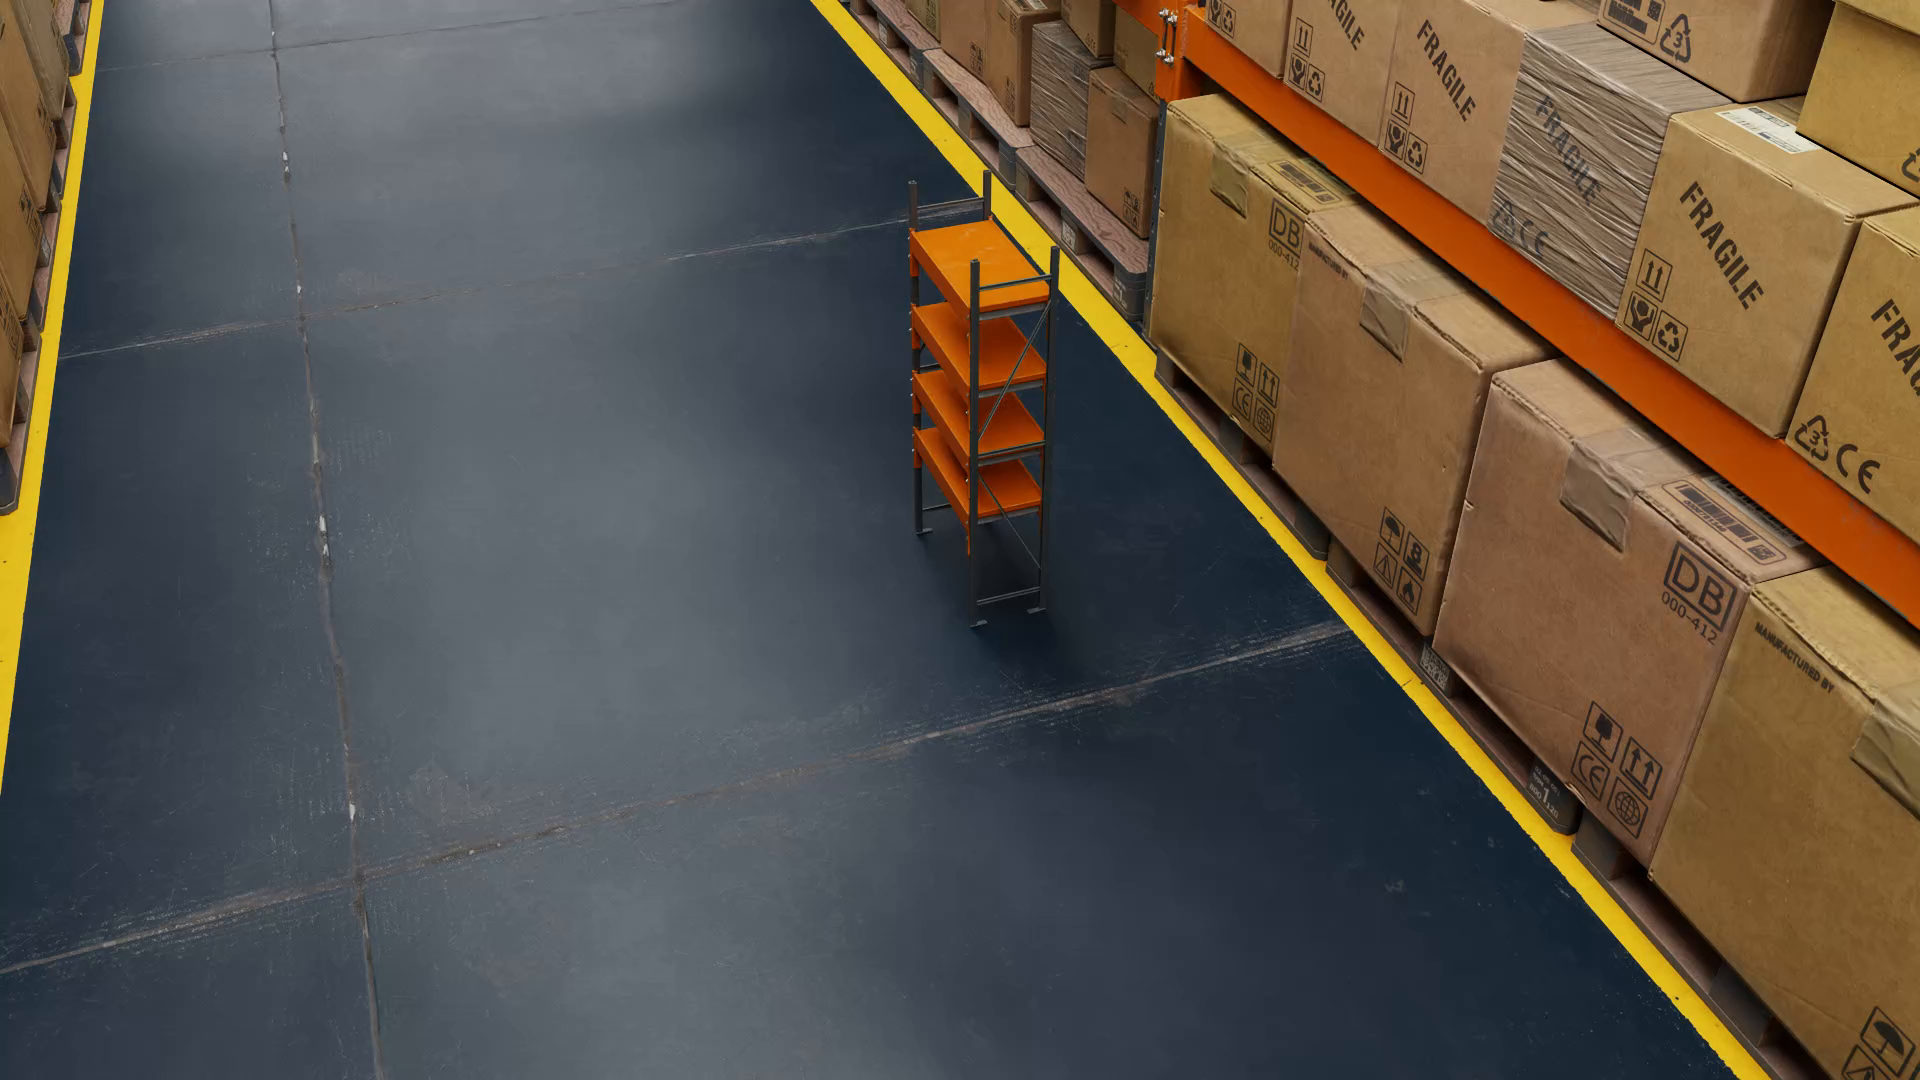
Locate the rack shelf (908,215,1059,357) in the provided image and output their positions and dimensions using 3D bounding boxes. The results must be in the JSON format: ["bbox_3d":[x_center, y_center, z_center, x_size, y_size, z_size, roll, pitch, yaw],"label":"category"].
[{"bbox_3d":[0.057,-0.700,4.528,0.258,0.148,0.480,-12,39,-16],"label":"rack shelf"}]

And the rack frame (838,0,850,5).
[{"bbox_3d":[-0.203,-4.289,8.451,1.000,3.000,0.127,-12,39,-16],"label":"rack frame"}]

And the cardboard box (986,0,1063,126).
[{"bbox_3d":[0.519,-2.210,7.403,0.700,0.500,0.500,-9,38,-12],"label":"cardboard box"}]

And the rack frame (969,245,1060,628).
[{"bbox_3d":[0.141,-0.248,4.582,0.240,1.200,0.015,-12,39,-16],"label":"rack frame"}]

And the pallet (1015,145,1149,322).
[{"bbox_3d":[0.906,-1.357,6.876,1.003,0.211,1.213,-12,39,-16],"label":"pallet"}]

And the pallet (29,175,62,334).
[{"bbox_3d":[-4.135,-1.095,6.528,1.003,0.211,1.213,-12,39,-16],"label":"pallet"}]

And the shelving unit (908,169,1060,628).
[{"bbox_3d":[0.057,-0.386,4.765,0.258,1.200,0.503,-12,39,-16],"label":"shelving unit"}]

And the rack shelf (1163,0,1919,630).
[{"bbox_3d":[1.861,-0.612,4.167,1.077,0.370,4.000,-12,39,-16],"label":"rack shelf"}]

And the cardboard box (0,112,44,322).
[{"bbox_3d":[-3.948,-1.184,5.850,1.050,0.750,0.750,-12,39,-15],"label":"cardboard box"}]

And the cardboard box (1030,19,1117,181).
[{"bbox_3d":[0.721,-1.891,6.980,0.700,0.500,0.500,-16,40,-20],"label":"cardboard box"}]

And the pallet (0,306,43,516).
[{"bbox_3d":[-3.719,-0.406,5.614,1.003,0.211,1.213,-12,39,-16],"label":"pallet"}]

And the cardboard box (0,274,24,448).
[{"bbox_3d":[-3.644,-0.691,5.195,1.050,0.750,0.750,-13,39,-17],"label":"cardboard box"}]

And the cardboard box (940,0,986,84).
[{"bbox_3d":[0.327,-2.525,7.822,0.700,0.500,0.500,-16,40,-20],"label":"cardboard box"}]

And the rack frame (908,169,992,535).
[{"bbox_3d":[-0.027,-0.524,4.948,0.240,1.200,0.015,-12,39,-16],"label":"rack frame"}]

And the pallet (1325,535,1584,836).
[{"bbox_3d":[1.790,0.234,4.764,1.003,0.211,1.213,-12,39,-16],"label":"pallet"}]

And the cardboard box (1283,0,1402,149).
[{"bbox_3d":[1.265,-1.447,4.595,0.500,0.500,0.500,-13,39,-17],"label":"cardboard box"}]

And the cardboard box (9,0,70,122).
[{"bbox_3d":[-4.597,-2.256,7.273,1.050,0.750,0.750,-13,39,-16],"label":"cardboard box"}]

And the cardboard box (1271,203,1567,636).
[{"bbox_3d":[1.691,-0.449,4.770,1.225,0.875,0.875,-12,39,-16],"label":"cardboard box"}]

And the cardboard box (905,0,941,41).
[{"bbox_3d":[0.134,-2.841,8.241,0.700,0.500,0.500,-13,39,-16],"label":"cardboard box"}]

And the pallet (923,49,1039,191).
[{"bbox_3d":[0.490,-2.045,7.790,1.003,0.211,1.213,-12,39,-16],"label":"pallet"}]

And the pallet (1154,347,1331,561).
[{"bbox_3d":[1.374,-0.454,5.678,1.003,0.211,1.213,-12,39,-16],"label":"pallet"}]

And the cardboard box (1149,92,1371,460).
[{"bbox_3d":[1.391,-0.954,5.440,1.225,0.875,0.875,-14,39,-18],"label":"cardboard box"}]

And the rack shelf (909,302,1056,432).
[{"bbox_3d":[0.057,-0.511,4.671,0.258,0.148,0.480,-12,39,-16],"label":"rack shelf"}]

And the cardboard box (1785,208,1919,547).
[{"bbox_3d":[1.968,-0.298,3.069,0.500,0.500,0.500,-11,38,-15],"label":"cardboard box"}]

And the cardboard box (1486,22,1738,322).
[{"bbox_3d":[1.614,-0.876,3.836,0.500,0.500,0.500,-12,39,-16],"label":"cardboard box"}]

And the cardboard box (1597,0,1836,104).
[{"bbox_3d":[1.868,-1.307,3.575,0.797,0.503,0.637,-11,38,-14],"label":"cardboard box"}]

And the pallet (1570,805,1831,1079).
[{"bbox_3d":[2.213,0.924,3.848,1.003,0.211,1.213,-12,39,-16],"label":"pallet"}]

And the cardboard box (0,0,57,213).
[{"bbox_3d":[-4.269,-1.710,6.548,1.050,0.750,0.750,-12,39,-16],"label":"cardboard box"}]

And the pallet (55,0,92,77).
[{"bbox_3d":[-5.083,-2.651,8.594,1.003,0.211,1.213,-12,39,-16],"label":"pallet"}]

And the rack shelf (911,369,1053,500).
[{"bbox_3d":[0.057,-0.332,4.805,0.258,0.148,0.480,-12,39,-16],"label":"rack shelf"}]

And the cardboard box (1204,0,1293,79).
[{"bbox_3d":[1.085,-1.738,4.981,0.500,0.500,0.500,-11,38,-15],"label":"cardboard box"}]

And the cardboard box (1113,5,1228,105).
[{"bbox_3d":[0.914,-1.878,6.339,0.500,0.250,0.500,-11,38,-14],"label":"cardboard box"}]

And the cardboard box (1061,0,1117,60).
[{"bbox_3d":[0.722,-2.176,6.734,0.500,0.250,0.500,-8,38,-11],"label":"cardboard box"}]

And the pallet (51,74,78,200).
[{"bbox_3d":[-4.559,-1.785,7.444,1.003,0.211,1.213,-12,39,-16],"label":"pallet"}]

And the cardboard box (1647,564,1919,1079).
[{"bbox_3d":[2.311,0.554,3.438,1.225,0.875,0.875,-12,39,-16],"label":"cardboard box"}]

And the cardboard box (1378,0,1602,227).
[{"bbox_3d":[1.444,-1.159,4.212,0.500,0.500,0.500,-13,39,-17],"label":"cardboard box"}]

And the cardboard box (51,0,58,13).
[{"bbox_3d":[-5.046,-3.008,8.167,0.875,0.875,0.875,-12,39,-15],"label":"cardboard box"}]

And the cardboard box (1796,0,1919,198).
[{"bbox_3d":[2.097,-0.959,3.114,0.797,0.503,0.637,-12,39,-15],"label":"cardboard box"}]

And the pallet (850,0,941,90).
[{"bbox_3d":[0.066,-2.735,8.706,1.003,0.211,1.213,-12,39,-16],"label":"pallet"}]

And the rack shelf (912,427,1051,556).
[{"bbox_3d":[0.057,-0.173,4.925,0.258,0.148,0.480,-12,39,-16],"label":"rack shelf"}]

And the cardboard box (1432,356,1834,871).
[{"bbox_3d":[2.002,0.049,4.108,1.225,0.875,0.875,-14,39,-18],"label":"cardboard box"}]

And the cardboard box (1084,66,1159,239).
[{"bbox_3d":[0.924,-1.581,6.567,0.700,0.500,0.500,-14,39,-18],"label":"cardboard box"}]

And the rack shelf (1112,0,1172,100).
[{"bbox_3d":[0.485,-2.872,7.167,1.077,0.370,4.000,-12,39,-16],"label":"rack shelf"}]

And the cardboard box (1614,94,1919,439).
[{"bbox_3d":[1.782,-0.592,3.459,0.500,0.500,0.500,-13,39,-16],"label":"cardboard box"}]

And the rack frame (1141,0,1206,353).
[{"bbox_3d":[1.173,-2.029,5.451,1.000,3.000,0.127,-12,39,-16],"label":"rack frame"}]
